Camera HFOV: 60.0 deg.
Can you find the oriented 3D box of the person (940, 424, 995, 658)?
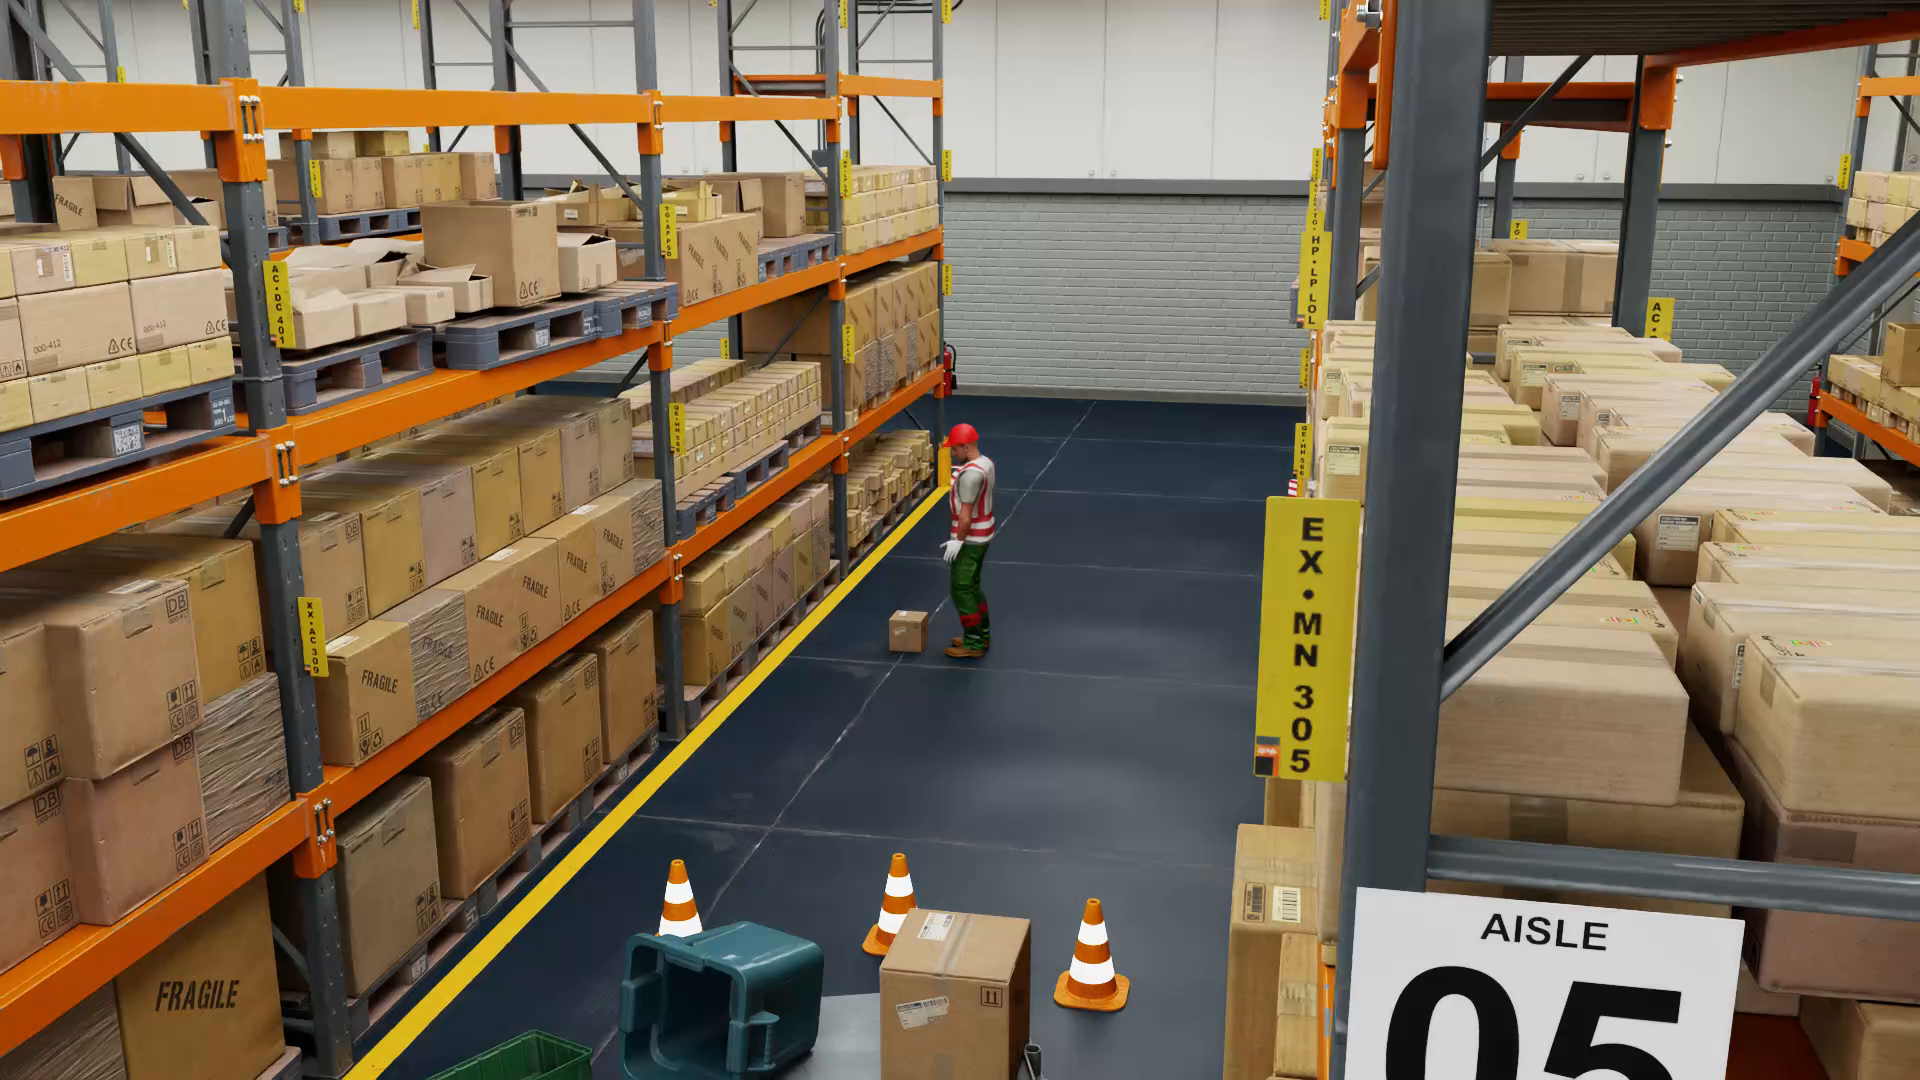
[{"bbox_3d":[0.059,0.000,12.495,0.377,1.770,0.531,3,15,12],"label":"person"}]
